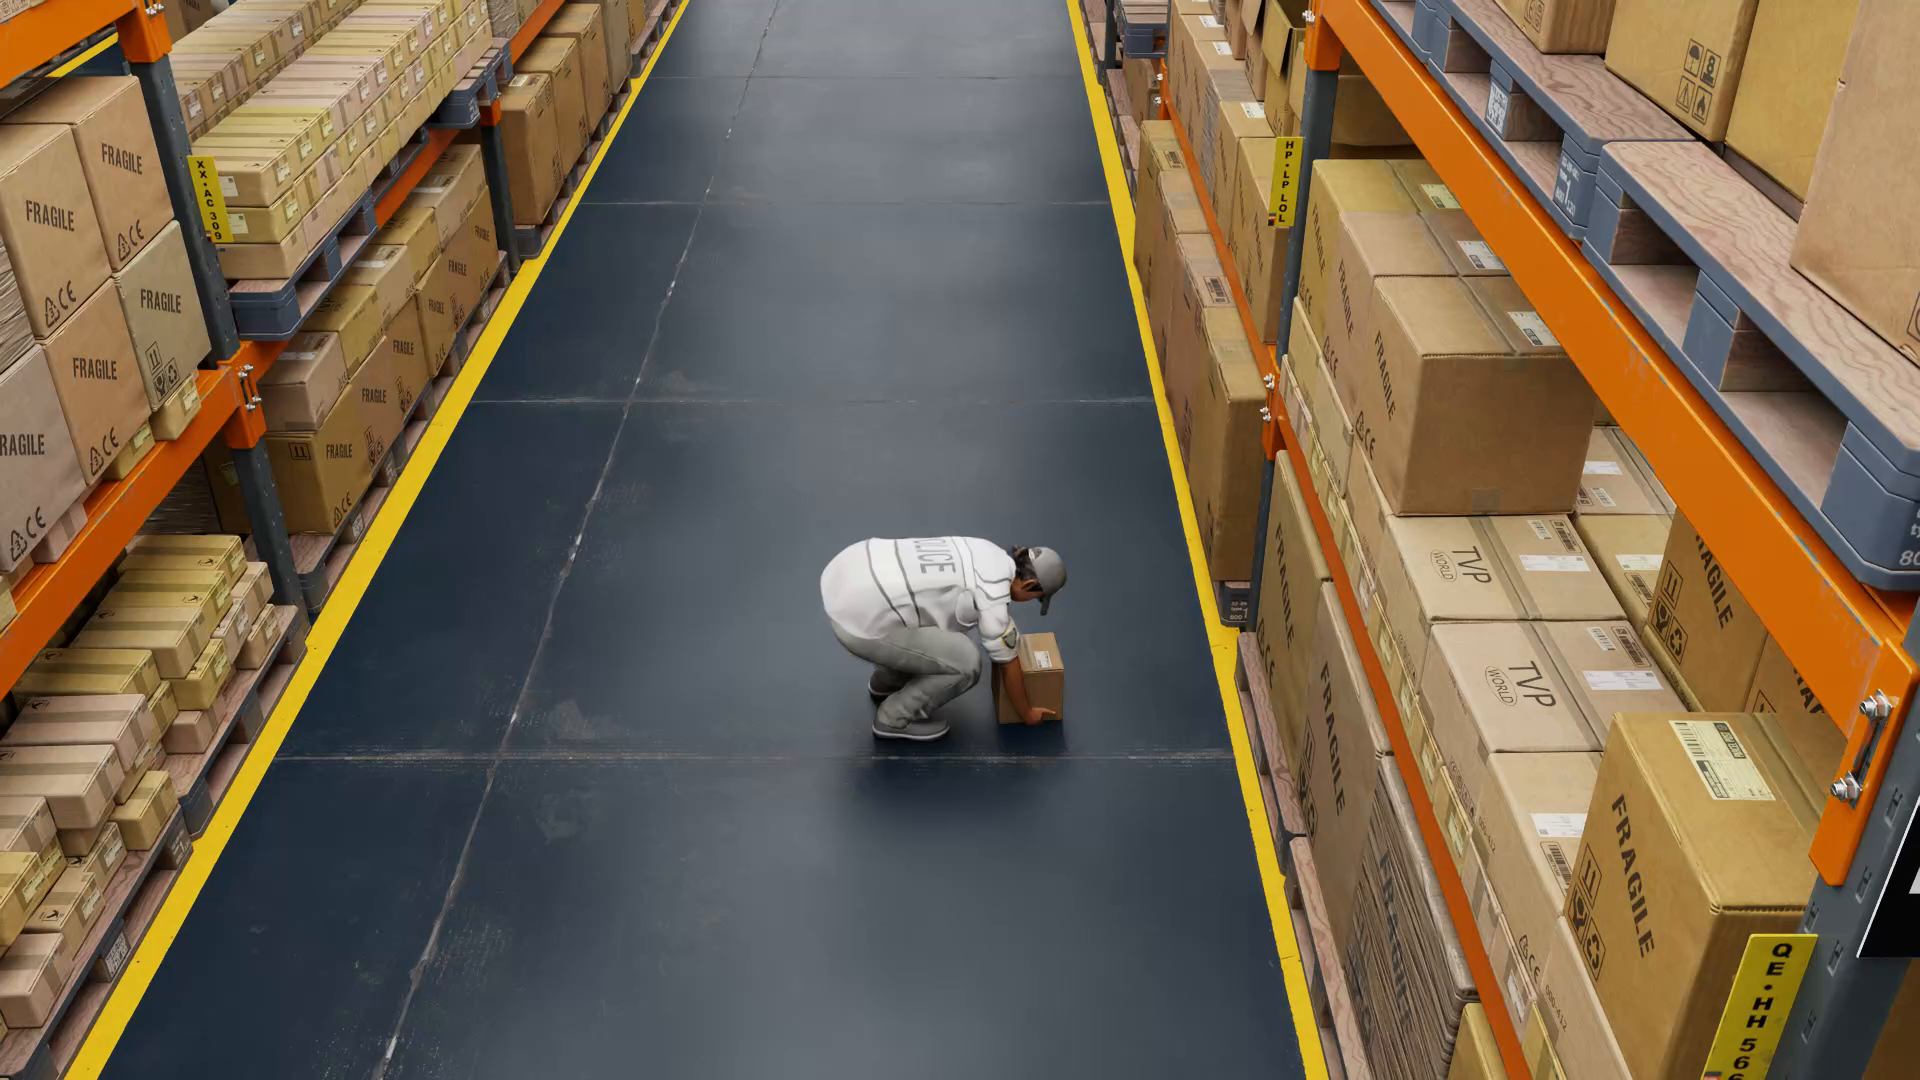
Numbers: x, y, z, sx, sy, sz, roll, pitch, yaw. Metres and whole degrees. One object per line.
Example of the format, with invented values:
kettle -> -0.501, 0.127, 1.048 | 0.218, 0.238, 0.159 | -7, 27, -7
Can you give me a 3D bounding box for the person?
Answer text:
person -> -0.056, 0.349, 6.436 | 0.942, 0.785, 0.512 | -5, 32, -7
